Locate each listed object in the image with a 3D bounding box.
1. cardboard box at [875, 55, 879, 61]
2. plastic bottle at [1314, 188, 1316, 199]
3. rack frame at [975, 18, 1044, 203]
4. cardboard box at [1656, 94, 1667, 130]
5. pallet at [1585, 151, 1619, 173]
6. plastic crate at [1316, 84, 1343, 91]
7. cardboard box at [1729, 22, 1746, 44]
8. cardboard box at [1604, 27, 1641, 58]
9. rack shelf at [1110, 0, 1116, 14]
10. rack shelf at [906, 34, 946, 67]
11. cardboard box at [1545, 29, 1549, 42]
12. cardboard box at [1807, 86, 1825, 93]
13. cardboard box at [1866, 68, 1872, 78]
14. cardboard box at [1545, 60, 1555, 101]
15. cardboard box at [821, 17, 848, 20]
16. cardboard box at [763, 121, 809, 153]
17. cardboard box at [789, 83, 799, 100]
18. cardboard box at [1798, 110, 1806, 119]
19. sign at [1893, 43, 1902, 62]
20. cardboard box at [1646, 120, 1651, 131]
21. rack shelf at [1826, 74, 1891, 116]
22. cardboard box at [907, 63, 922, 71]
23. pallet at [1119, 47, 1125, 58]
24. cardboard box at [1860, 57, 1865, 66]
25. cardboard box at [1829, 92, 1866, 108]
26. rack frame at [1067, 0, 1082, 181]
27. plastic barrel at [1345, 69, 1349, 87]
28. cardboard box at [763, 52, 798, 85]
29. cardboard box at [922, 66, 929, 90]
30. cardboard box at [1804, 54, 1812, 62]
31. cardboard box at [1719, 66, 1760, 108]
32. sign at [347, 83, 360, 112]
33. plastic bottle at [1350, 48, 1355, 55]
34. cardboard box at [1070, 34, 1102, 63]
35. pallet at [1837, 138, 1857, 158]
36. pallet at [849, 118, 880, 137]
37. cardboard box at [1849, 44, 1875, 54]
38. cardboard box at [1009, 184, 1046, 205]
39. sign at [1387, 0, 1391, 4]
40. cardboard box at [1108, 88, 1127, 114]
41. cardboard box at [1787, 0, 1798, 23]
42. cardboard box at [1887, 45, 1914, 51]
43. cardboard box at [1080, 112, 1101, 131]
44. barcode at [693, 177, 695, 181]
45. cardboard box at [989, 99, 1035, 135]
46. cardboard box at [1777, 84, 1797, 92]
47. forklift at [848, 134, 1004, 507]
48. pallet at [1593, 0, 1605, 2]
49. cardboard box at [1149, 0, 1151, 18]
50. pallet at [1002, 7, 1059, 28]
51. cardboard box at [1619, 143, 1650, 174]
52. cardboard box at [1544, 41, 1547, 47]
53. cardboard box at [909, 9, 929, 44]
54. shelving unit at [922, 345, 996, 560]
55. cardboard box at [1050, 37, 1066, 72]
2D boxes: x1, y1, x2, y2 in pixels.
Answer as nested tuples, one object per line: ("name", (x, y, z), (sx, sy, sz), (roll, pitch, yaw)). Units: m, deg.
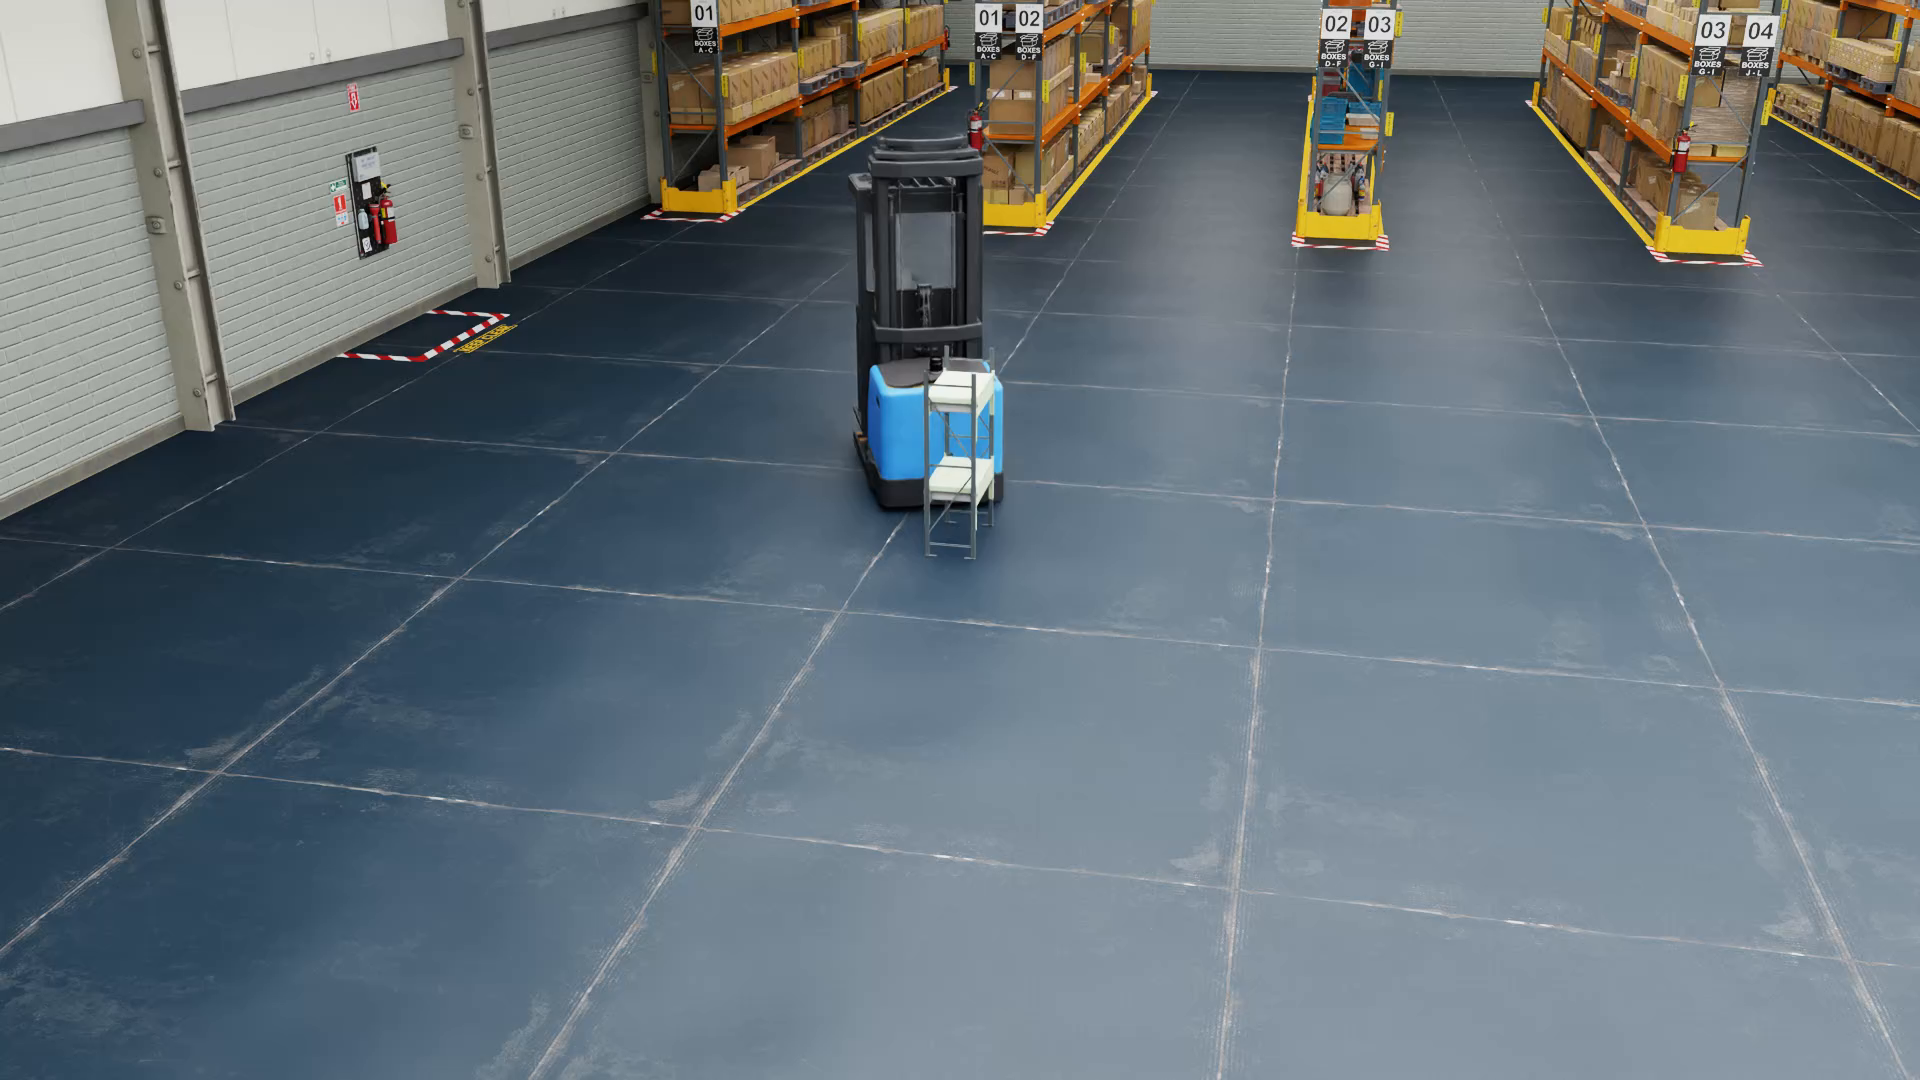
("cardboard box", (-1.904, -10.066, 34.642), (0.380, 0.149, 0.250), (5, 22, 11))
("plastic bottle", (5.512, -5.439, 26.000), (0.097, 0.201, 0.097), (0, 22, 0))
("rack frame", (0.718, -6.207, 24.750), (1.000, 3.000, 0.127), (4, 22, 11))
("cardboard box", (10.683, -6.205, 24.214), (0.875, 0.500, 0.500), (4, 22, 11))
("pallet", (11.886, -6.797, 29.947), (1.003, 0.211, 1.213), (4, 22, 11))
("plastic crate", (6.461, -7.851, 29.115), (0.450, 0.188, 0.662), (4, 22, 11))
("cardboard box", (10.766, -6.929, 22.727), (0.500, 0.250, 0.500), (5, 22, 13))
("cardboard box", (12.212, -9.154, 30.591), (0.797, 0.503, 0.637), (5, 23, 13))
("rack shelf", (2.758, -10.922, 33.404), (1.077, 0.370, 4.000), (4, 22, 11))
("rack shelf", (-1.276, -11.369, 38.531), (1.077, 0.370, 4.000), (4, 22, 11))
("cardboard box", (13.317, -11.215, 36.988), (0.500, 0.250, 0.500), (4, 22, 9))
("cardboard box", (18.547, -9.735, 35.967), (0.380, 0.149, 0.250), (5, 22, 12))
("cardboard box", (16.637, -8.439, 30.068), (0.380, 0.149, 0.250), (5, 22, 12))
("cardboard box", (13.627, -10.271, 37.123), (0.875, 0.875, 0.875), (4, 22, 11))
("cardboard box", (-2.552, -10.425, 33.661), (0.500, 0.250, 0.500), (4, 22, 9))
("cardboard box", (-3.182, -7.361, 30.373), (0.700, 0.500, 0.500), (5, 23, 13))
("cardboard box", (-3.116, -7.789, 28.853), (0.500, 0.250, 0.500), (5, 22, 11))
("cardboard box", (17.656, -8.844, 34.552), (0.380, 0.149, 0.250), (4, 22, 11))
("sign", (16.349, -8.499, 28.998), (0.100, 0.325, 0.005), (4, 22, 11))
("cardboard box", (10.662, -6.282, 25.272), (0.380, 0.149, 0.250), (4, 22, 11))
("rack shelf", (17.290, -8.359, 31.056), (1.077, 0.370, 4.000), (4, 22, 11))
("cardboard box", (-1.076, -10.876, 38.258), (0.380, 0.149, 0.250), (4, 22, 9))
("pallet", (2.896, -10.222, 34.977), (1.003, 0.211, 1.213), (4, 22, 11))
("cardboard box", (16.746, -8.769, 30.488), (0.380, 0.149, 0.250), (4, 22, 11))
("cardboard box", (17.289, -8.557, 32.365), (0.500, 0.250, 0.500), (3, 22, 9))
("rack frame", (1.534, -7.670, 28.382), (1.000, 3.000, 0.127), (4, 22, 11))
("plastic barrel", (7.112, -8.259, 29.695), (0.421, 0.512, 0.421), (0, 22, 0))
("cardboard box", (-3.110, -8.137, 28.713), (0.500, 0.500, 0.500), (4, 22, 11))
("cardboard box", (-1.117, -10.839, 39.036), (0.700, 0.500, 0.500), (4, 22, 9))
("cardboard box", (17.776, -10.007, 34.522), (0.380, 0.149, 0.250), (5, 22, 12))
("cardboard box", (10.794, -6.279, 23.058), (0.500, 0.500, 0.500), (4, 22, 11))
("sign", (-6.702, -4.890, 18.376), (0.001, 0.298, 0.199), (4, 22, 11))
("plastic bottle", (7.969, -9.776, 33.678), (0.144, 0.351, 0.185), (4, 22, 11))
("cardboard box", (2.368, -9.613, 32.510), (0.700, 0.500, 0.500), (-3, 22, -7))
("pallet", (17.294, -7.398, 31.440), (1.003, 0.211, 1.213), (4, 22, 11))
("pallet", (-2.265, -8.498, 34.171), (1.003, 0.211, 1.213), (4, 22, 11))
("cardboard box", (16.905, -9.196, 31.150), (0.380, 0.149, 0.250), (5, 23, 13))
("cardboard box", (1.045, -5.305, 25.630), (0.500, 0.250, 0.500), (4, 22, 11))
("sign", (6.919, -8.640, 26.765), (0.100, 0.325, 0.005), (4, 22, 11))
("cardboard box", (3.237, -9.258, 35.082), (0.500, 0.500, 0.500), (5, 22, 11))
("cardboard box", (18.163, -11.391, 35.751), (0.500, 0.500, 0.500), (4, 22, 11))
("cardboard box", (17.541, -9.140, 31.010), (0.380, 0.149, 0.250), (3, 22, 9))
("cardboard box", (2.385, -7.911, 31.349), (0.500, 0.311, 0.500), (4, 22, 10))
("barcode", (-4.291, -5.827, 26.806), (0.001, 0.075, 0.075), (4, 22, 11))
("cardboard box", (0.825, -6.423, 25.152), (0.700, 0.500, 0.500), (4, 22, 11))
("cardboard box", (18.075, -9.869, 36.301), (0.380, 0.149, 0.250), (3, 22, 8))
("forklift", (-0.385, -2.149, 14.766), (1.130, 2.935, 3.031), (-4, 22, -9))
("pallet", (12.127, -9.919, 30.205), (1.213, 0.211, 1.003), (6, 23, 13))
("cardboard box", (4.161, -12.385, 38.617), (0.500, 0.500, 0.500), (4, 22, 10))
("pallet", (0.887, -7.814, 24.843), (1.003, 0.211, 1.213), (4, 22, 11))
("cardboard box", (11.493, -6.354, 27.871), (0.700, 0.500, 0.500), (4, 22, 11))
("cardboard box", (13.284, -11.081, 37.188), (0.380, 0.149, 0.250), (5, 22, 12))
("cardboard box", (-1.264, -11.841, 38.339), (0.980, 0.700, 0.700), (3, 22, 8))
("shelving unit", (-0.001, -0.693, 13.067), (0.431, 1.500, 0.755), (4, 22, 11))
("cardboard box", (1.348, -7.970, 27.258), (0.700, 0.500, 0.500), (4, 22, 11))
